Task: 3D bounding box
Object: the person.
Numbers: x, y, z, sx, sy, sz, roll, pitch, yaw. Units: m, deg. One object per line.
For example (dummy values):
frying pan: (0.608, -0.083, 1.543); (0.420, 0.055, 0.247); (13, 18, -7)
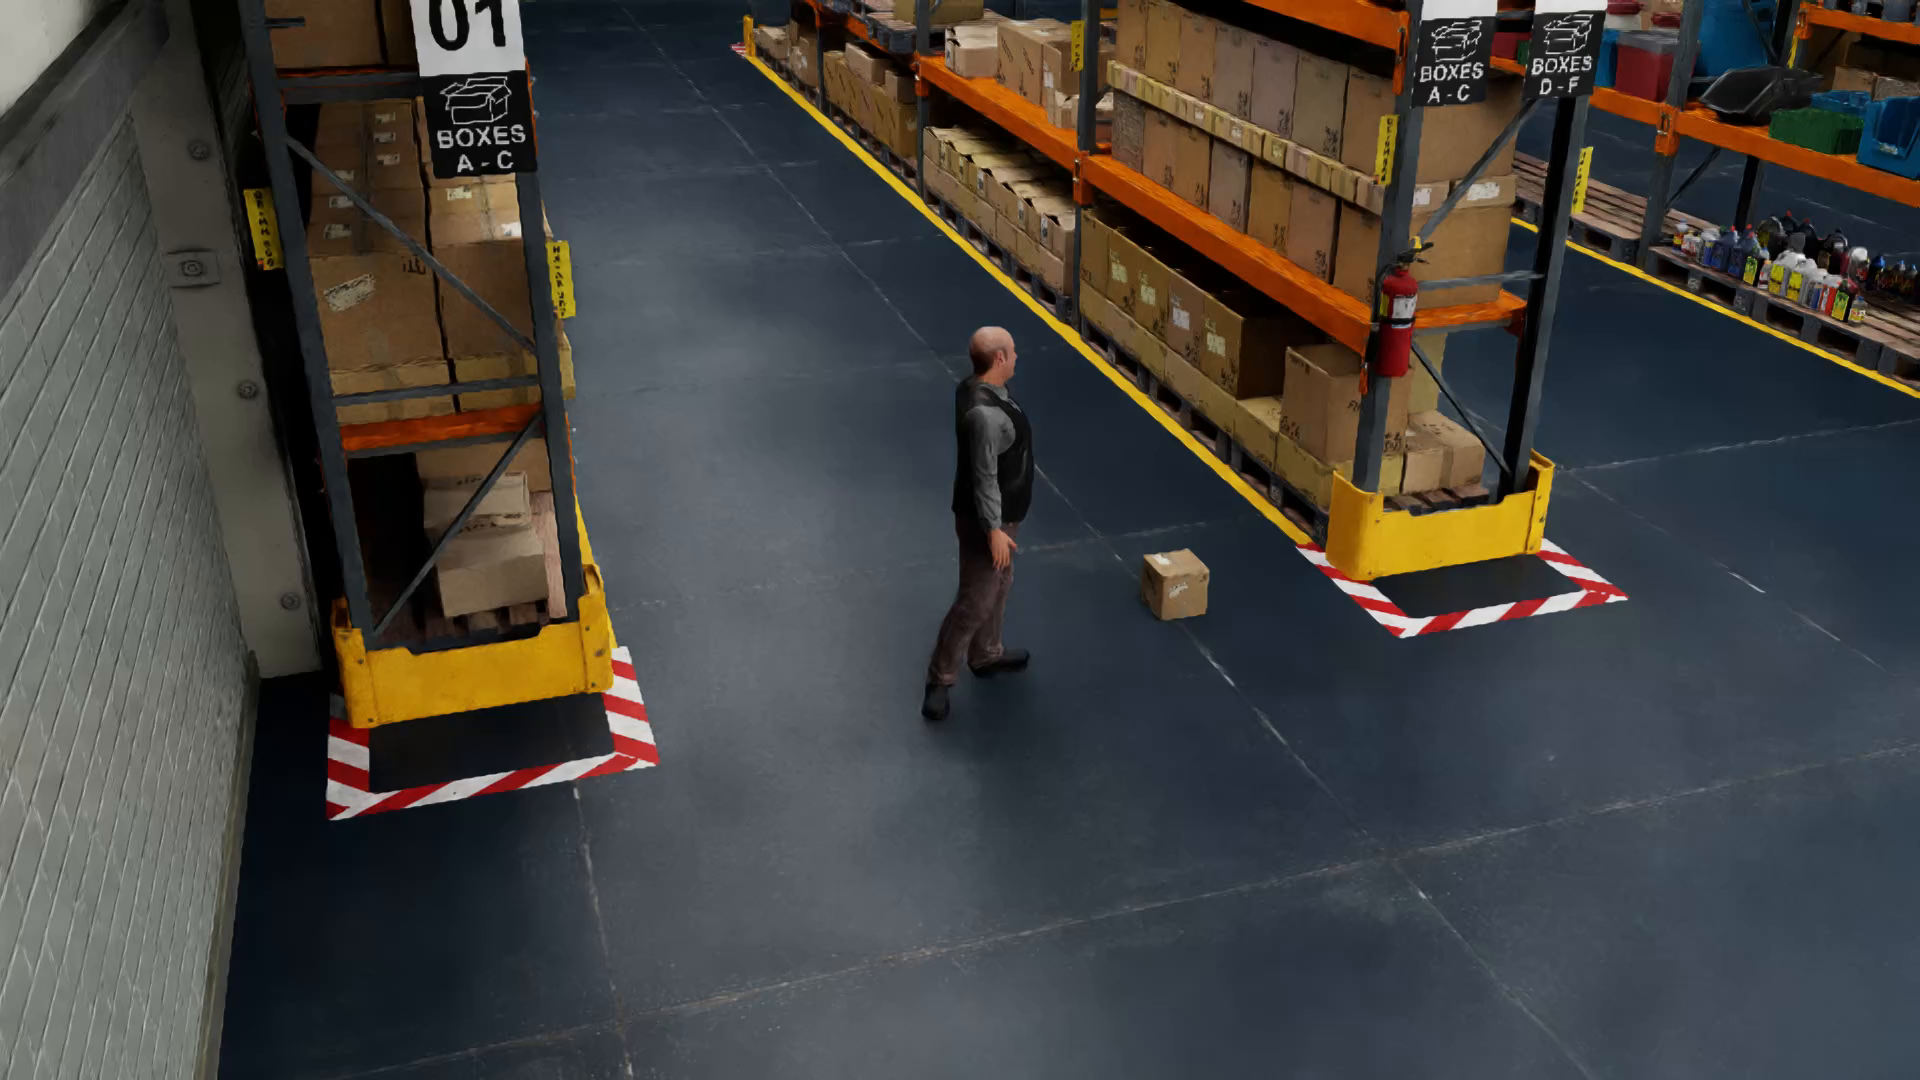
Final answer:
person: (0.080, -0.076, 7.302); (0.470, 1.725, 0.692); (2, 26, 4)
